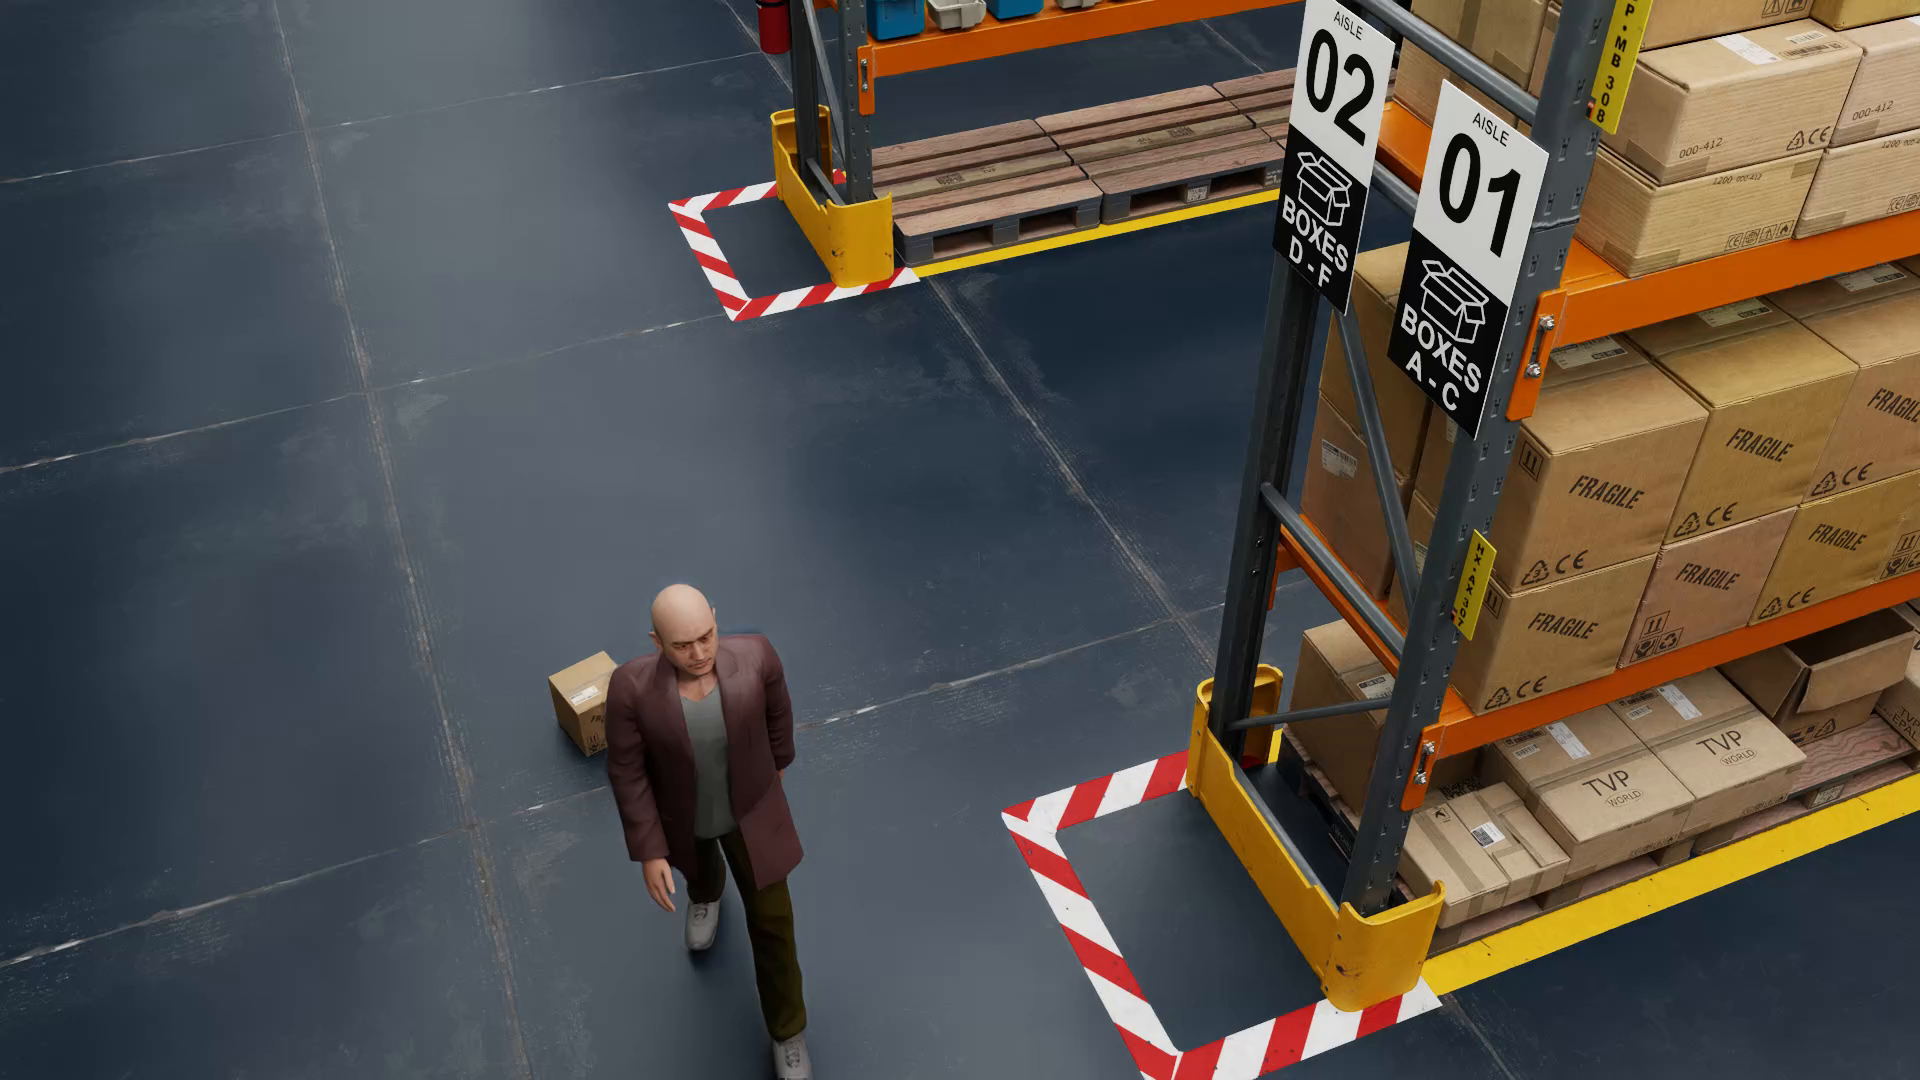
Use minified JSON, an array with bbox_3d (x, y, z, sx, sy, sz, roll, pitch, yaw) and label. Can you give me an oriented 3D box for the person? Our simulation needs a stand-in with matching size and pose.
[{"bbox_3d":[-0.764,0.875,5.155,0.573,1.769,0.979,-8,42,-9],"label":"person"}]
